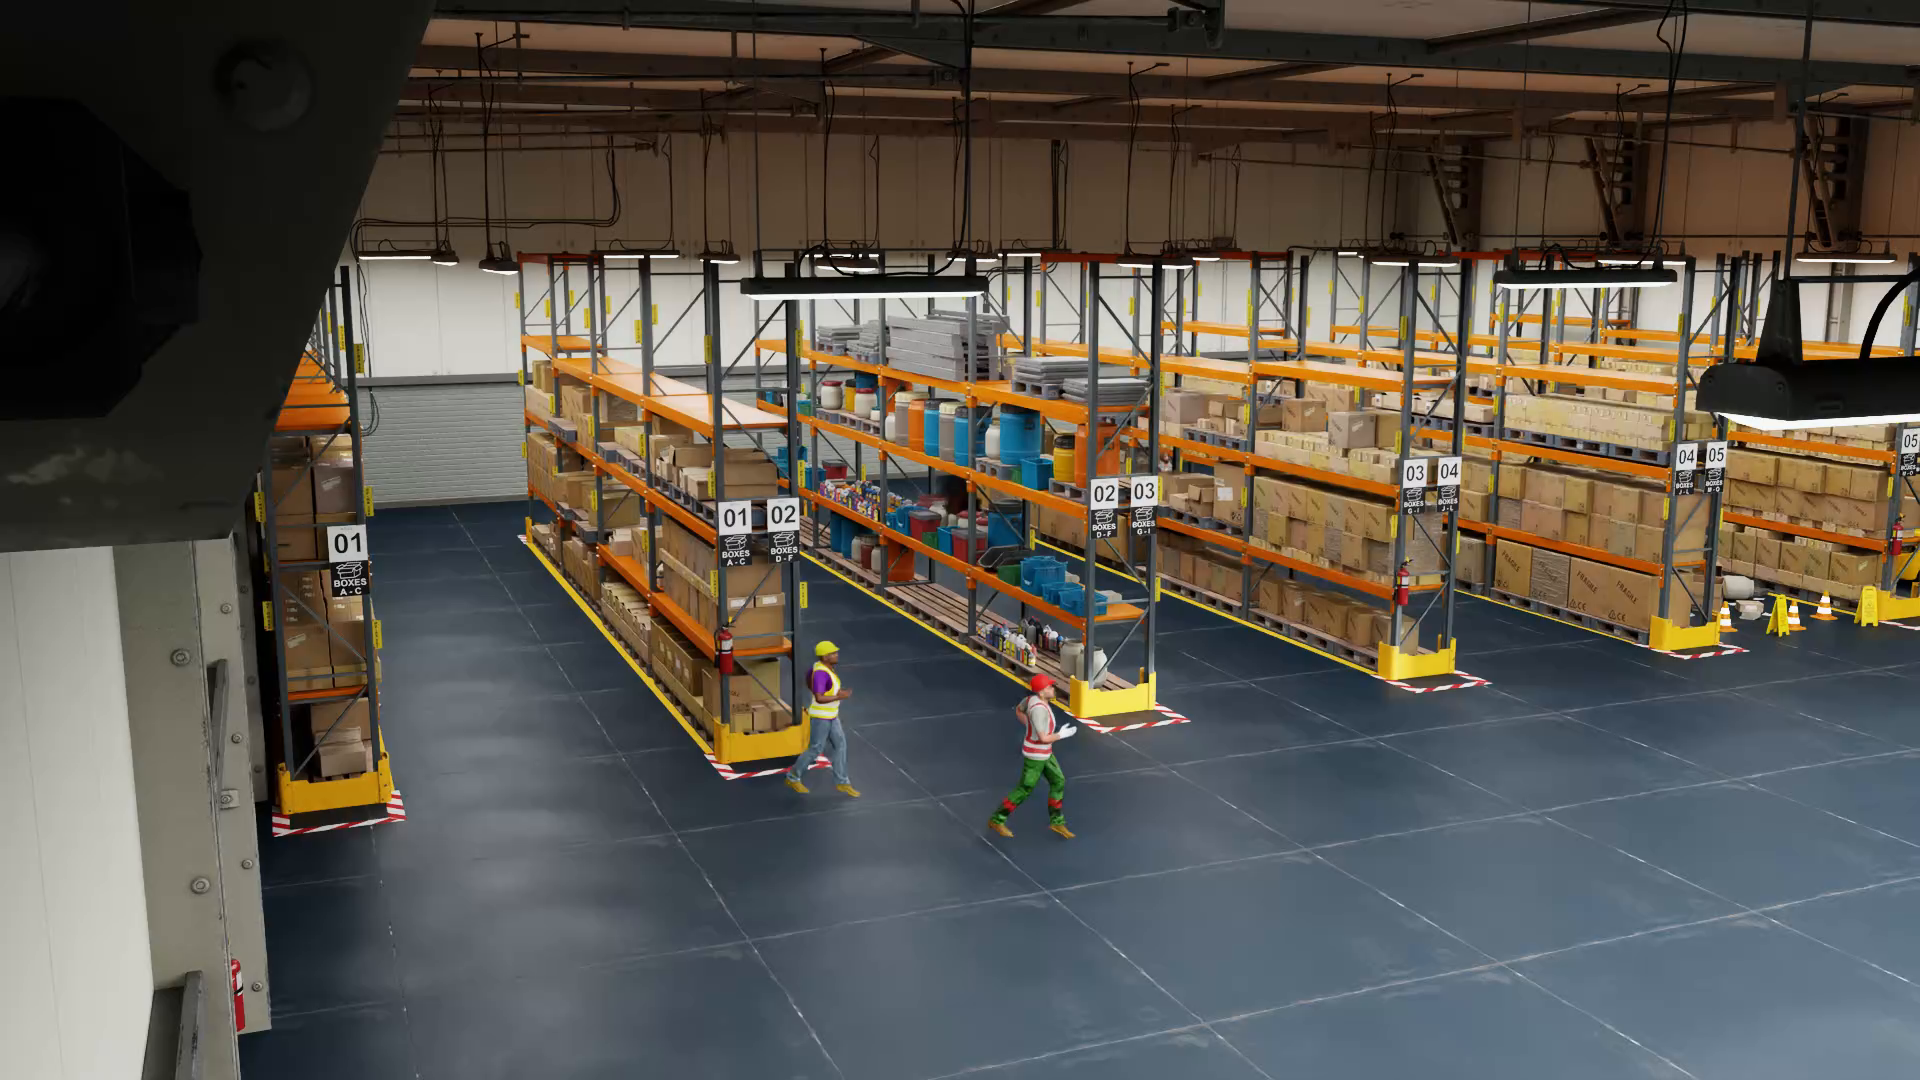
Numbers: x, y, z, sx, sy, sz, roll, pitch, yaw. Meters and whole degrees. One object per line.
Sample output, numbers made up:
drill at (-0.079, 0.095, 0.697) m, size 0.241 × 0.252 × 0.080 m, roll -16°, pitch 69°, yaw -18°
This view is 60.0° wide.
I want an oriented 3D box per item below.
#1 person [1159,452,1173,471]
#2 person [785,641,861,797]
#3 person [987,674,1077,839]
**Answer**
person at (4.600, -1.198, 37.292) m, size 0.527 × 1.569 × 0.569 m, roll -3°, pitch 11°, yaw -16°
person at (-1.559, 2.042, 18.949) m, size 0.862 × 1.813 × 0.694 m, roll 1°, pitch 10°, yaw 7°
person at (0.761, 2.291, 17.545) m, size 0.932 × 1.827 × 0.676 m, roll 1°, pitch 10°, yaw 5°
